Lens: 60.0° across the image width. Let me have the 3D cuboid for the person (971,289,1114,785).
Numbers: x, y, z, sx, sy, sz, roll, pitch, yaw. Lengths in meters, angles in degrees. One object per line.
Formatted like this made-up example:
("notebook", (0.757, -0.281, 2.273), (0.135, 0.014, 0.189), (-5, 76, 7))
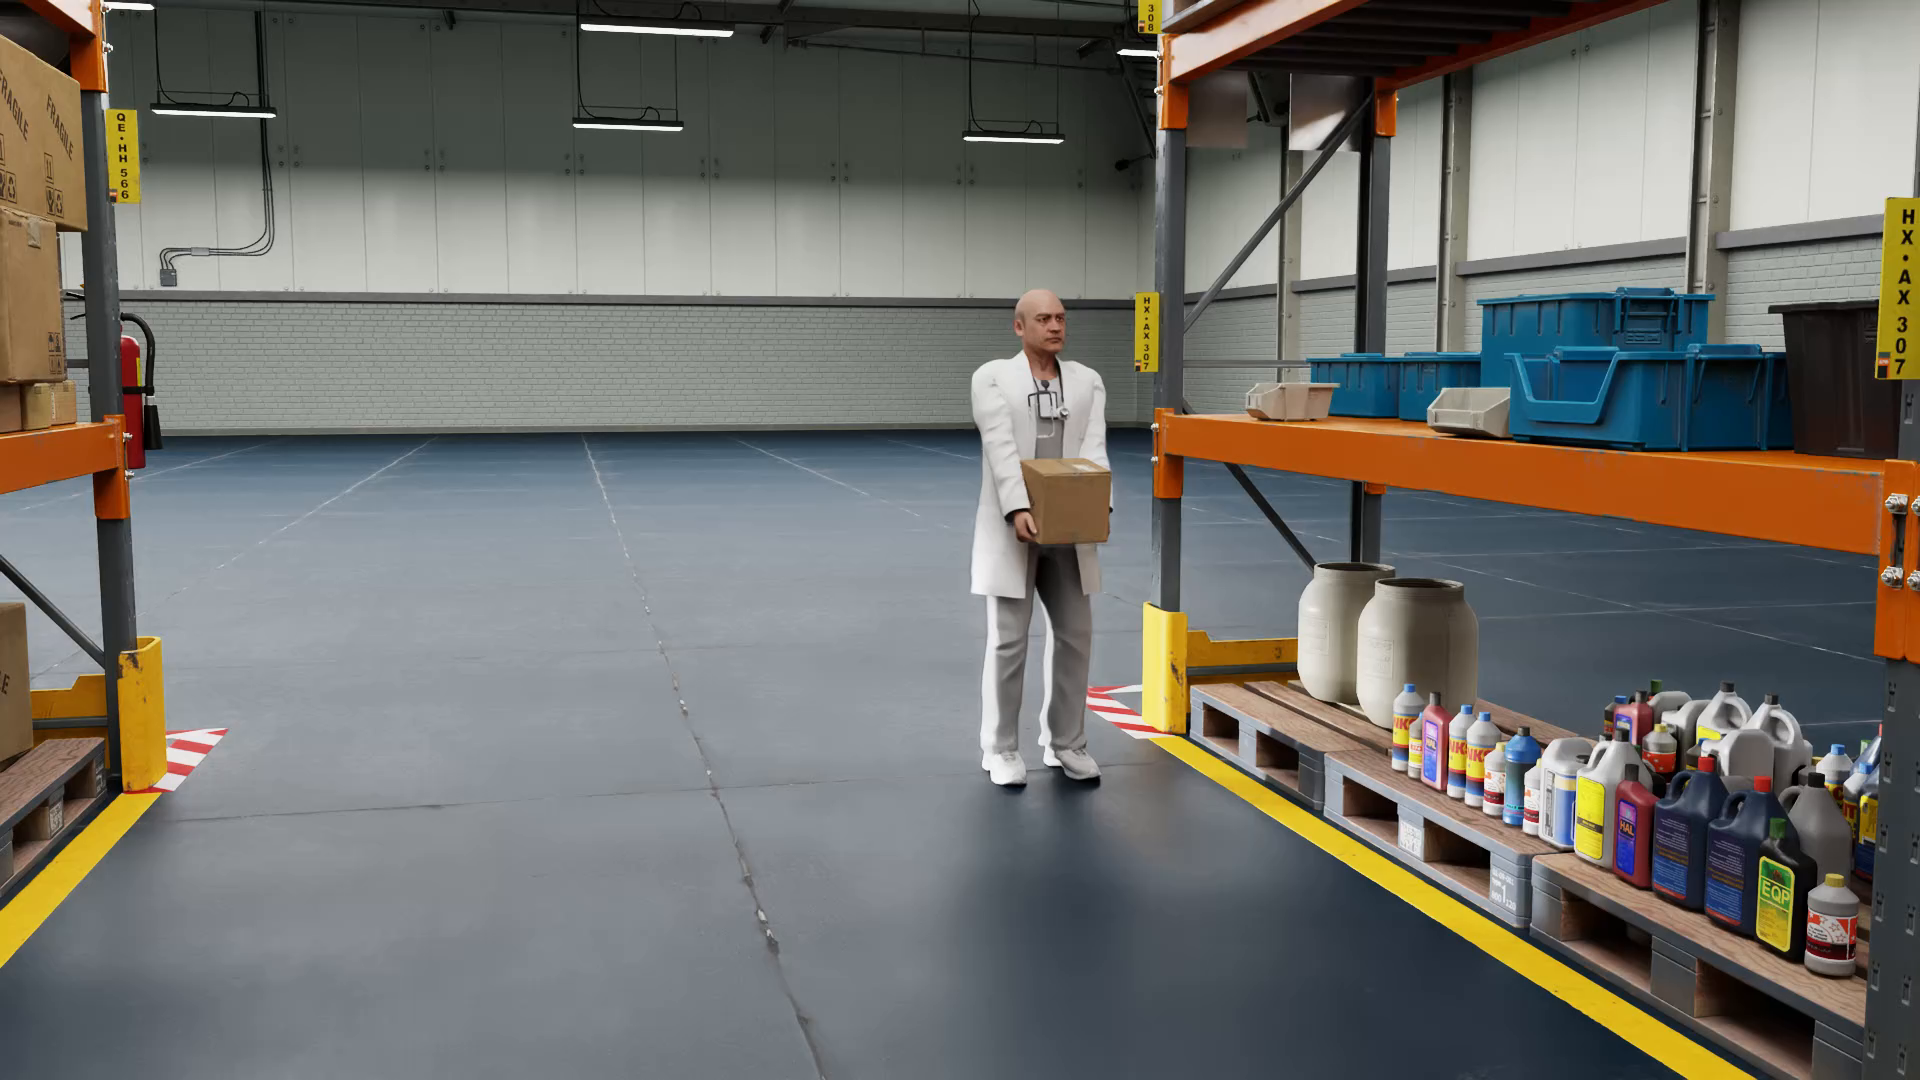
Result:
("person", (0.312, -0.008, 5.981), (0.526, 1.780, 0.551), (-2, 6, -17))
